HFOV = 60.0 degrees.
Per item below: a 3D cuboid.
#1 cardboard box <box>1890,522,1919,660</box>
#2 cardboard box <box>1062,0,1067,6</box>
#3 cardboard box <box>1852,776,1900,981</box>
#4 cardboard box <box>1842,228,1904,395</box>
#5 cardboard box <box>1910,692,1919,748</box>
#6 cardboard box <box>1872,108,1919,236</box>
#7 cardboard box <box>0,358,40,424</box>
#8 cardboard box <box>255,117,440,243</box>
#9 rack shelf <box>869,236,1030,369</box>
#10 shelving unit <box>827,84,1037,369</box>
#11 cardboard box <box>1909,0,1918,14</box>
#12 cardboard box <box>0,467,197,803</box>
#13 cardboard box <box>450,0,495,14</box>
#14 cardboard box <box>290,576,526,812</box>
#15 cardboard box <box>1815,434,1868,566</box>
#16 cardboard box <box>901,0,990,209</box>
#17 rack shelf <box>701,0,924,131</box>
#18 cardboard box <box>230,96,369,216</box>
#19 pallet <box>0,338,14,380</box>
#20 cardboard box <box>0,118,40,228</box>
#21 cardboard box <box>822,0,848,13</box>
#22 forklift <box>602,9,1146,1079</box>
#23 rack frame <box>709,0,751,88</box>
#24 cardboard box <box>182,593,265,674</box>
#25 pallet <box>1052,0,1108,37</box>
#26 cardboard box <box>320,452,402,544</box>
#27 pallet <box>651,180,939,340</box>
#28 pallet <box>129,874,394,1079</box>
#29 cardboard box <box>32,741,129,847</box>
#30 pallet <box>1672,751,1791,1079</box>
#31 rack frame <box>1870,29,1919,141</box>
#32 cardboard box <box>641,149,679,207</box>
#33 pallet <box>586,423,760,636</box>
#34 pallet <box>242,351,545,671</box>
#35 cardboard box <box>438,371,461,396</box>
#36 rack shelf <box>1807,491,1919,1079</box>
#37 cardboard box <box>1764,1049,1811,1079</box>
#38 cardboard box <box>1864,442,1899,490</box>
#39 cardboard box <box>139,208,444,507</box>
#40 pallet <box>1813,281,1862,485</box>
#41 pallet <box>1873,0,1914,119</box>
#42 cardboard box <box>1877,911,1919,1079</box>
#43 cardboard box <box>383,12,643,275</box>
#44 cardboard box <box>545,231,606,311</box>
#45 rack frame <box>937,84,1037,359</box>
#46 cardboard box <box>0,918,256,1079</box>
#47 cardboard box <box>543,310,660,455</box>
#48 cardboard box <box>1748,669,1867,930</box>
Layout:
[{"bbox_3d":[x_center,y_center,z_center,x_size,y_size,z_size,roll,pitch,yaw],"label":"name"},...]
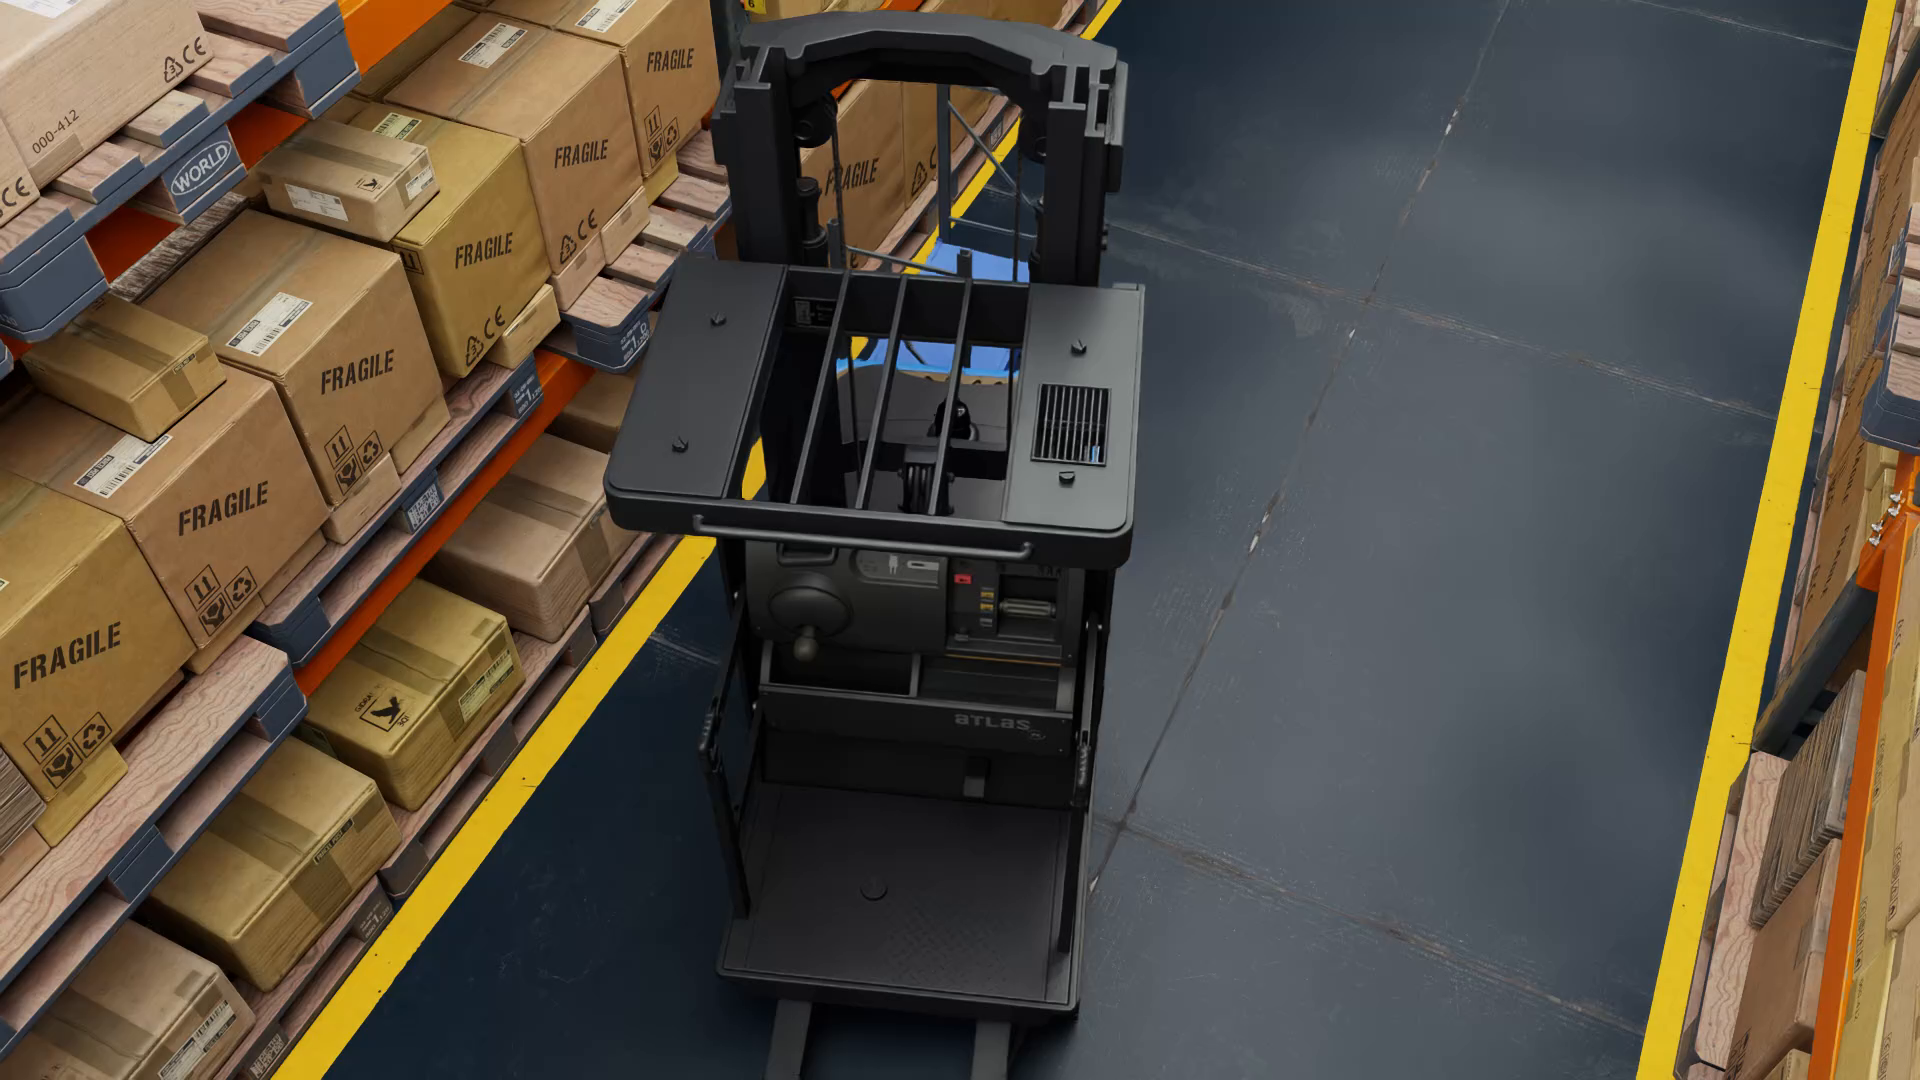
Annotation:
[{"bbox_3d":[2.883,0.173,4.547,0.500,0.250,0.500,20,52,16],"label":"cardboard box"},{"bbox_3d":[0.321,-3.463,8.661,0.875,0.875,0.875,21,53,17],"label":"cardboard box"},{"bbox_3d":[2.450,0.875,3.949,0.500,0.250,0.500,18,52,15],"label":"cardboard box"},{"bbox_3d":[3.930,-0.855,6.688,0.500,0.500,0.500,18,52,15],"label":"cardboard box"},{"bbox_3d":[2.668,0.356,4.063,0.500,0.250,0.500,21,53,17],"label":"cardboard box"},{"bbox_3d":[4.374,-1.552,7.282,0.500,0.500,0.500,19,52,16],"label":"cardboard box"},{"bbox_3d":[-2.478,-0.312,4.325,0.500,0.500,0.500,21,53,17],"label":"cardboard box"},{"bbox_3d":[-1.639,-0.971,4.459,0.380,0.149,0.250,18,52,14],"label":"cardboard box"},{"bbox_3d":[-0.023,-0.753,6.457,0.538,0.185,1.000,16,51,13],"label":"rack shelf"},{"bbox_3d":[-0.023,-0.869,6.320,0.538,1.500,1.048,16,51,13],"label":"shelving unit"},{"bbox_3d":[5.128,-2.831,8.524,0.396,0.266,0.258,22,53,17],"label":"cardboard box"},{"bbox_3d":[-2.231,0.201,3.888,0.500,0.500,0.500,20,52,16],"label":"cardboard box"},{"bbox_3d":[-1.597,-1.744,5.543,0.500,0.500,0.500,18,52,15],"label":"cardboard box"},{"bbox_3d":[-2.083,0.419,5.689,0.950,0.372,0.625,21,53,17],"label":"cardboard box"},{"bbox_3d":[3.503,-0.130,6.071,0.500,0.500,0.500,19,52,16],"label":"cardboard box"},{"bbox_3d":[-0.441,-2.223,7.606,0.875,0.875,0.875,20,53,17],"label":"cardboard box"},{"bbox_3d":[-0.341,-2.858,7.500,1.077,0.370,4.000,20,52,16],"label":"rack shelf"},{"bbox_3d":[-2.034,-1.015,4.923,0.500,0.500,0.500,21,53,17],"label":"cardboard box"},{"bbox_3d":[-2.544,-0.261,2.971,1.213,0.211,1.003,20,52,16],"label":"pallet"},{"bbox_3d":[-2.077,-0.640,2.994,0.500,0.250,0.500,19,52,16],"label":"cardboard box"},{"bbox_3d":[-0.759,-1.920,6.328,0.500,0.250,0.500,19,52,15],"label":"cardboard box"},{"bbox_3d":[-0.146,0.268,4.412,1.130,2.935,3.031,5,50,4],"label":"forklift"},{"bbox_3d":[-1.196,-1.714,6.054,1.000,3.000,0.127,20,52,16],"label":"rack frame"},{"bbox_3d":[-2.068,0.156,4.352,0.380,0.149,0.250,21,53,17],"label":"cardboard box"},{"bbox_3d":[0.252,-3.009,8.987,1.003,0.211,1.213,20,52,16],"label":"pallet"},{"bbox_3d":[-1.801,-0.180,4.638,0.380,0.149,0.250,22,53,17],"label":"cardboard box"},{"bbox_3d":[-0.791,-1.329,7.557,1.003,0.211,1.213,20,52,16],"label":"pallet"},{"bbox_3d":[-2.573,1.408,5.229,1.003,0.211,1.213,20,52,16],"label":"pallet"},{"bbox_3d":[-2.268,0.539,4.026,0.380,0.149,0.250,21,53,17],"label":"cardboard box"},{"bbox_3d":[2.907,1.357,5.272,1.003,0.211,1.213,20,52,16],"label":"pallet"},{"bbox_3d":[5.003,-2.856,7.026,1.000,3.000,0.127,20,52,16],"label":"rack frame"},{"bbox_3d":[-1.172,-1.258,5.555,0.380,0.149,0.250,21,53,17],"label":"cardboard box"},{"bbox_3d":[-1.531,-0.273,6.658,1.003,0.211,1.213,20,52,16],"label":"pallet"},{"bbox_3d":[-2.004,-0.275,4.956,1.003,0.211,1.213,20,52,16],"label":"pallet"},{"bbox_3d":[-1.680,-0.573,4.972,0.380,0.149,0.250,20,53,16],"label":"cardboard box"},{"bbox_3d":[2.439,1.509,3.784,1.077,0.370,4.000,20,52,16],"label":"rack shelf"},{"bbox_3d":[2.456,1.873,4.285,0.875,0.625,0.625,18,52,15],"label":"cardboard box"},{"bbox_3d":[3.364,-0.258,5.755,0.380,0.149,0.250,17,52,14],"label":"cardboard box"},{"bbox_3d":[-1.798,-0.492,4.478,0.500,0.500,0.500,18,52,15],"label":"cardboard box"},{"bbox_3d":[4.170,-0.536,6.883,1.003,0.211,1.213,20,52,16],"label":"pallet"},{"bbox_3d":[5.297,-2.425,8.490,1.003,0.211,1.213,20,52,16],"label":"pallet"},{"bbox_3d":[2.233,1.070,3.455,0.500,0.250,0.500,20,53,17],"label":"cardboard box"},{"bbox_3d":[-1.349,-1.216,5.093,0.500,0.500,0.500,19,52,16],"label":"cardboard box"},{"bbox_3d":[-1.354,-0.899,5.250,0.380,0.149,0.250,18,52,14],"label":"cardboard box"},{"bbox_3d":[0.153,-1.232,6.629,0.500,1.500,0.032,16,51,13],"label":"rack frame"},{"bbox_3d":[-2.683,1.394,4.859,0.950,0.372,0.625,20,53,17],"label":"cardboard box"},{"bbox_3d":[-1.446,-0.613,6.566,0.950,0.372,0.625,17,52,14],"label":"cardboard box"},{"bbox_3d":[3.015,0.957,5.065,0.875,0.625,0.625,21,53,17],"label":"cardboard box"}]
